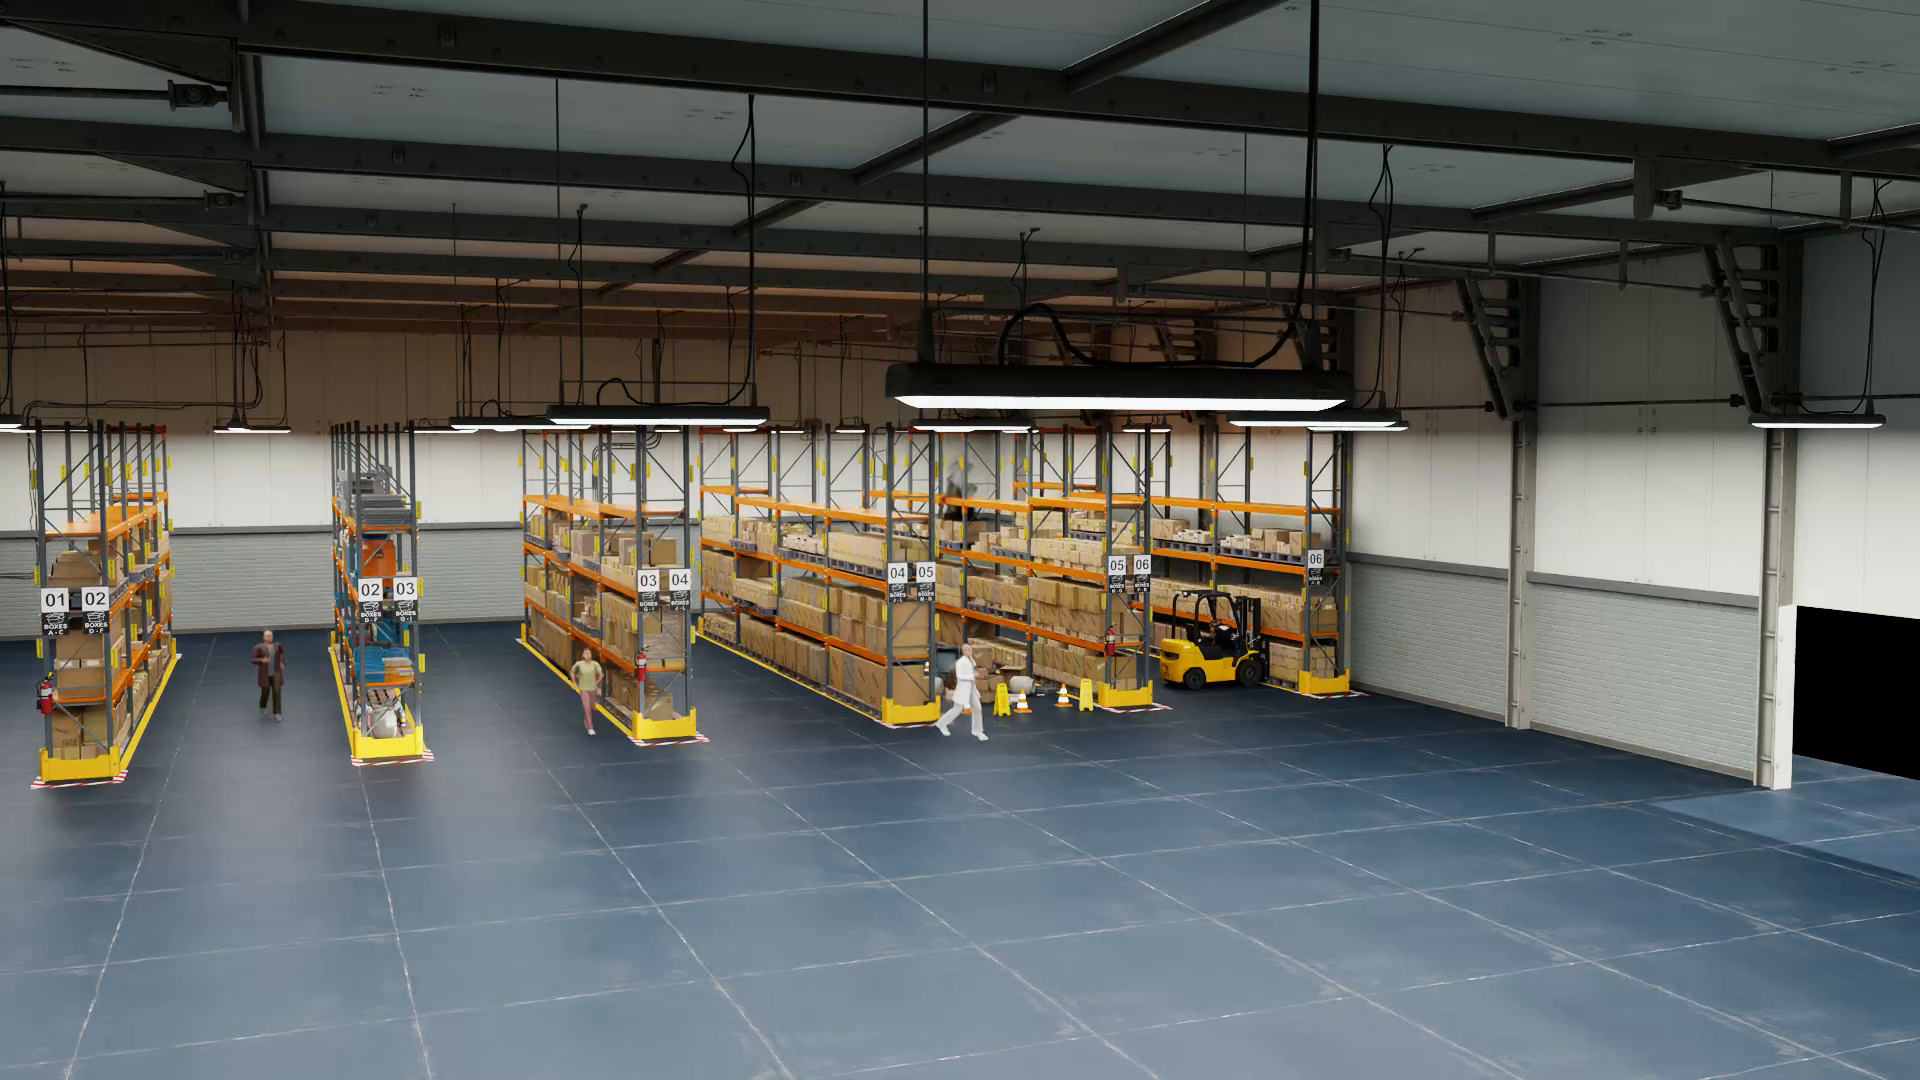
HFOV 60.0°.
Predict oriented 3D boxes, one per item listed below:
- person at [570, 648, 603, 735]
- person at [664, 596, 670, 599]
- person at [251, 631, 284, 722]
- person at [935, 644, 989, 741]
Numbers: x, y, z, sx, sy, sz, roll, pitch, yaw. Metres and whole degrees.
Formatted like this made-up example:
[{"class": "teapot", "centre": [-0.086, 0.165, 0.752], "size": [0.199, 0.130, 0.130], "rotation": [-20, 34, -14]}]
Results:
[{"class": "person", "centre": [-7.179, 2.881, 32.022], "size": [0.604, 1.642, 0.909], "rotation": [-1, 4, -22]}, {"class": "person", "centre": [-8.408, 1.849, 48.007], "size": [0.673, 1.815, 0.758], "rotation": [2, 4, 26]}, {"class": "person", "centre": [-13.884, 2.711, 33.429], "size": [0.701, 1.784, 1.034], "rotation": [-3, 4, -36]}, {"class": "person", "centre": [0.060, 2.865, 31.457], "size": [1.041, 1.817, 0.726], "rotation": [2, 4, 31]}]
